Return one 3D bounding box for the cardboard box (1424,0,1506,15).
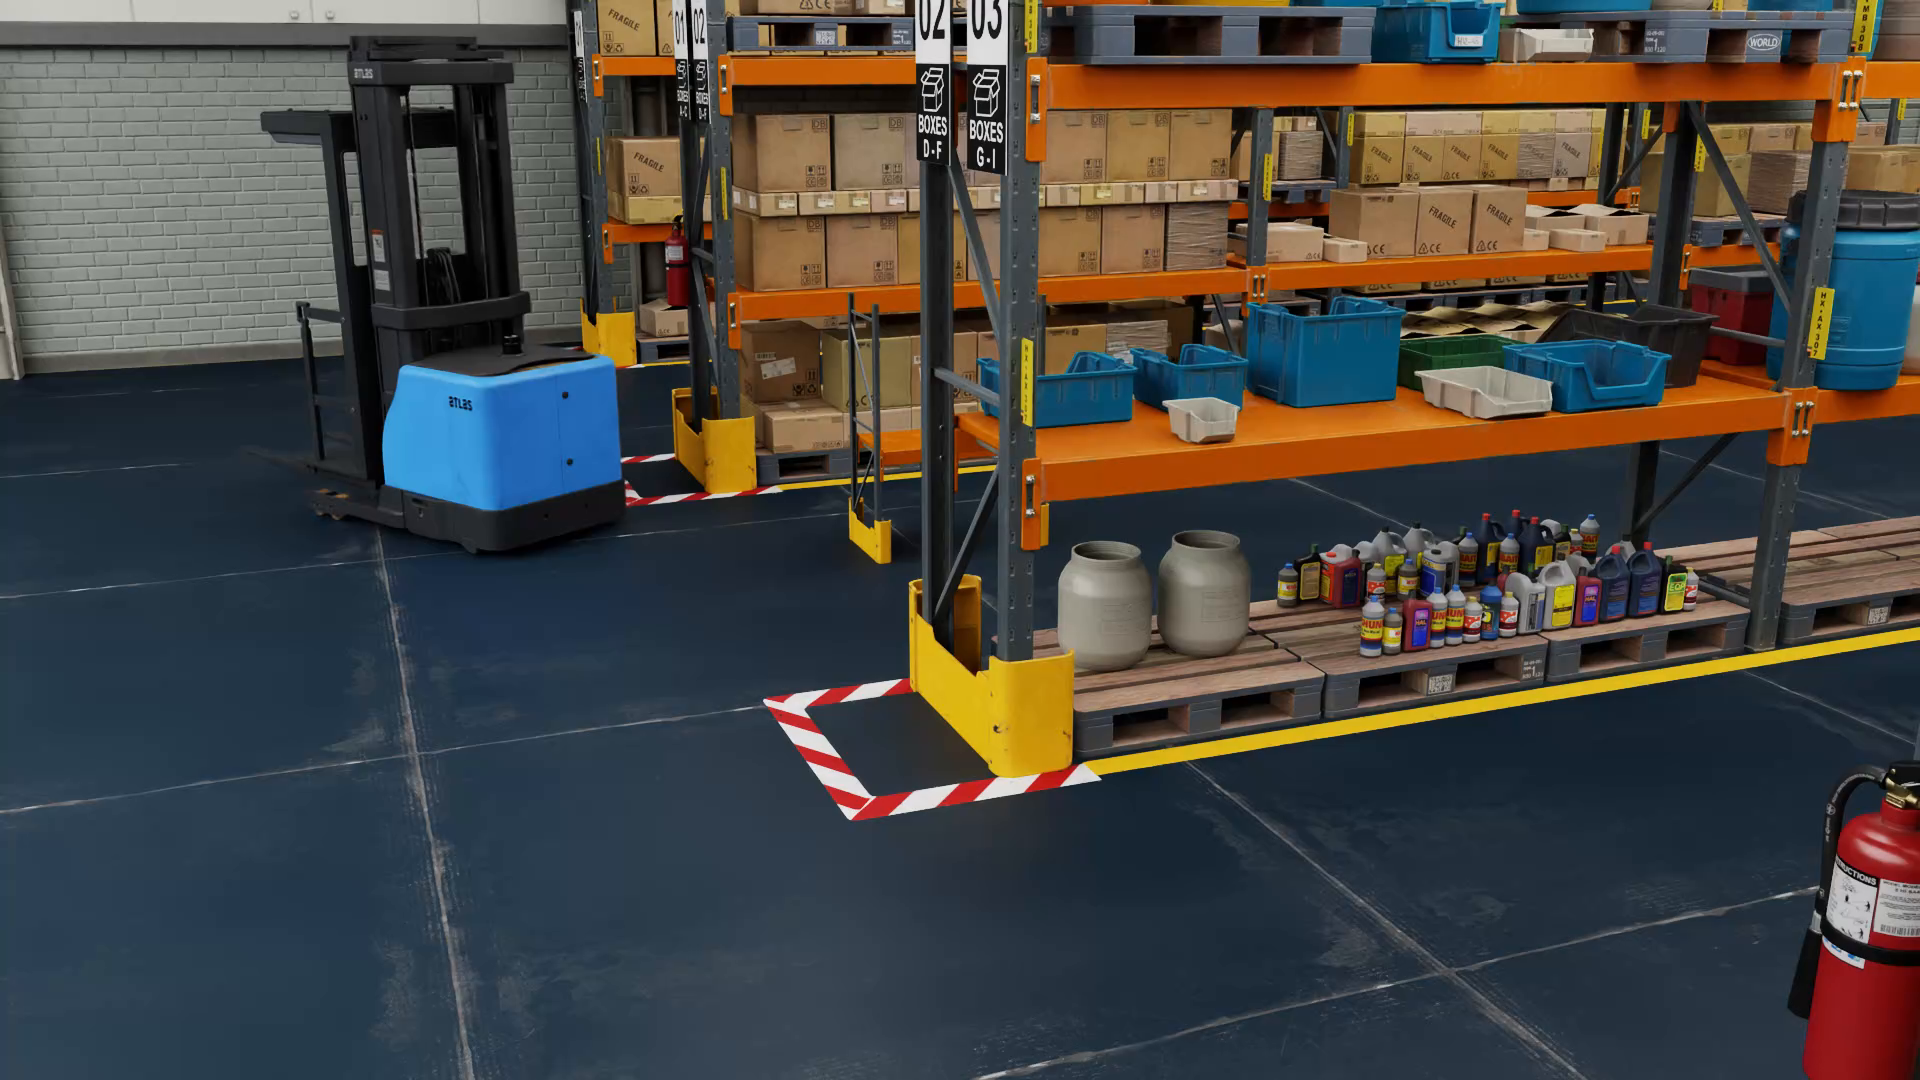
[{"bbox_3d":[3.836,-4.065,12.815,0.500,0.250,0.500,-8,18,-25],"label":"cardboard box"}]

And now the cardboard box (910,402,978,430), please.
[{"bbox_3d":[-0.194,-0.896,11.960,0.500,0.250,0.500,-6,17,-20],"label":"cardboard box"}]

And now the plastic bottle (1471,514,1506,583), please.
[{"bbox_3d":[2.719,0.035,8.576,0.185,0.351,0.144,-7,18,-22],"label":"plastic bottle"}]

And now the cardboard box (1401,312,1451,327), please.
[{"bbox_3d":[3.725,-1.741,13.842,0.500,0.311,0.500,-6,18,-21],"label":"cardboard box"}]

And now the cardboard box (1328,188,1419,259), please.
[{"bbox_3d":[3.243,-2.494,13.090,0.500,0.500,0.500,-5,17,-16],"label":"cardboard box"}]

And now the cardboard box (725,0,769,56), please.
[{"bbox_3d":[-2.084,-4.782,15.524,0.500,0.500,0.500,-5,17,-18],"label":"cardboard box"}]

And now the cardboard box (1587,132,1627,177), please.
[{"bbox_3d":[7.382,-4.517,19.415,0.500,0.500,0.500,-6,18,-21],"label":"cardboard box"}]

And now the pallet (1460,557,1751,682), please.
[{"bbox_3d":[3.155,0.378,8.435,1.213,0.211,1.003,-6,17,-20],"label":"pallet"}]

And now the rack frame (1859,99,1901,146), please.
[{"bbox_3d":[11.458,-4.833,21.231,0.127,3.000,1.000,-6,17,-20],"label":"rack frame"}]

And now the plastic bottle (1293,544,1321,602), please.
[{"bbox_3d":[1.723,0.162,8.262,0.133,0.283,0.061,-6,17,-19],"label":"plastic bottle"}]

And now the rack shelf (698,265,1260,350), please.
[{"bbox_3d":[0.161,-1.773,12.089,4.000,0.370,1.077,-6,17,-20],"label":"rack shelf"}]

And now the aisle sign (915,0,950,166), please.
[{"bbox_3d":[-0.111,-1.931,6.737,0.004,0.787,0.394,-6,17,-20],"label":"aisle sign"}]

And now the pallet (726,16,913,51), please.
[{"bbox_3d":[-1.037,-3.378,11.111,1.213,0.211,1.003,-6,17,-20],"label":"pallet"}]

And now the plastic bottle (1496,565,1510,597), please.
[{"bbox_3d":[2.626,0.256,7.943,0.133,0.283,0.061,-6,17,-20],"label":"plastic bottle"}]

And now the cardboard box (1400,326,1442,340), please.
[{"bbox_3d":[3.455,-1.549,13.188,0.500,0.311,0.500,-7,18,-22],"label":"cardboard box"}]

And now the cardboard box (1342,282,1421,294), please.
[{"bbox_3d":[4.721,-3.236,18.863,0.750,0.750,0.750,-6,18,-21],"label":"cardboard box"}]

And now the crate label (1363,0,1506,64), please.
[{"bbox_3d":[1.928,-2.083,6.807,0.408,0.251,0.502,-6,17,-20],"label":"crate label"}]

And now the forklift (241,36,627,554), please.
[{"bbox_3d":[-3.553,-1.637,10.472,3.031,2.935,1.130,12,20,36],"label":"forklift"}]

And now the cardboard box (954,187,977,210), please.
[{"bbox_3d":[-0.061,-2.389,11.581,0.250,0.149,0.380,-6,18,-21],"label":"cardboard box"}]

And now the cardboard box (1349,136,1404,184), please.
[{"bbox_3d":[4.533,-4.208,18.363,0.500,0.500,0.500,-6,17,-18],"label":"cardboard box"}]

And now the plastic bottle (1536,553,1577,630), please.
[{"bbox_3d":[2.818,0.236,7.890,0.185,0.351,0.144,-6,17,-20],"label":"plastic bottle"}]

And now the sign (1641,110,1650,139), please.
[{"bbox_3d":[7.926,-4.805,19.223,0.005,0.325,0.100,-6,17,-20],"label":"sign"}]

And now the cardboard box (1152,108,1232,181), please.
[{"bbox_3d":[1.616,-2.944,12.320,0.500,0.500,0.700,-6,17,-20],"label":"cardboard box"}]

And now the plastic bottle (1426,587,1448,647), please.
[{"bbox_3d":[2.187,0.350,7.645,0.097,0.271,0.097,0,16,0],"label":"plastic bottle"}]

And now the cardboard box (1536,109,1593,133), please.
[{"bbox_3d":[6.897,-4.826,19.137,0.500,0.250,0.500,-6,17,-19],"label":"cardboard box"}]

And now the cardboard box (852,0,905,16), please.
[{"bbox_3d":[-0.545,-3.576,11.081,0.250,0.149,0.380,-6,17,-20],"label":"cardboard box"}]

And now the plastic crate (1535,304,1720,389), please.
[{"bbox_3d":[3.263,-0.967,8.178,0.504,0.338,0.767,-6,17,-20],"label":"plastic crate"}]

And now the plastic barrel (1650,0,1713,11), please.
[{"bbox_3d":[3.325,-2.719,7.766,0.421,0.512,0.421,0,16,0],"label":"plastic barrel"}]

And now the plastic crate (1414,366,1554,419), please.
[{"bbox_3d":[2.372,-0.659,7.488,0.437,0.136,0.530,-6,17,-20],"label":"plastic crate"}]

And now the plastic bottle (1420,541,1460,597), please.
[{"bbox_3d":[2.398,0.150,8.317,0.135,0.276,0.152,-6,17,-20],"label":"plastic bottle"}]

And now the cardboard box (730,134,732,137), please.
[{"bbox_3d":[-2.164,-3.722,16.348,0.500,0.500,0.500,-7,18,-22],"label":"cardboard box"}]

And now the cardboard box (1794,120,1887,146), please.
[{"bbox_3d":[10.985,-4.923,21.005,0.700,0.700,0.980,-5,17,-18],"label":"cardboard box"}]

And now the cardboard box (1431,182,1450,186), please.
[{"bbox_3d":[5.325,-4.001,18.811,0.250,0.149,0.380,-6,17,-19],"label":"cardboard box"}]

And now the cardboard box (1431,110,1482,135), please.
[{"bbox_3d":[5.471,-4.670,18.606,0.500,0.250,0.500,-6,17,-20],"label":"cardboard box"}]

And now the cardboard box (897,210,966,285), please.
[{"bbox_3d":[-0.312,-2.111,11.786,0.500,0.500,0.700,-6,17,-20],"label":"cardboard box"}]

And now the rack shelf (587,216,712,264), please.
[{"bbox_3d":[-1.615,-3.076,16.526,4.000,0.370,1.077,-6,17,-20],"label":"rack shelf"}]

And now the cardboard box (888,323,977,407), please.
[{"bbox_3d":[-0.198,-1.259,11.865,0.500,0.500,0.500,-6,17,-20],"label":"cardboard box"}]

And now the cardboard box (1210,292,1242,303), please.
[{"bbox_3d":[2.811,-2.930,18.408,0.500,0.500,0.700,-6,17,-20],"label":"cardboard box"}]

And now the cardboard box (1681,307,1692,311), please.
[{"bbox_3d":[6.291,-1.706,14.238,0.500,0.500,0.500,-5,17,-18],"label":"cardboard box"}]

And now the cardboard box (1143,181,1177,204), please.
[{"bbox_3d":[1.376,-2.544,12.108,0.250,0.149,0.380,-7,18,-22],"label":"cardboard box"}]

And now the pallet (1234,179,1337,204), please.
[{"bbox_3d":[3.360,-3.834,18.172,1.003,0.211,1.213,-6,17,-20],"label":"pallet"}]

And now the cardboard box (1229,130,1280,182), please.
[{"bbox_3d":[3.040,-4.172,18.022,0.500,0.500,0.700,-8,18,-25],"label":"cardboard box"}]

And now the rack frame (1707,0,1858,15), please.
[{"bbox_3d":[3.797,-3.895,7.390,0.127,3.000,1.000,-6,17,-20],"label":"rack frame"}]

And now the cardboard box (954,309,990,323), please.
[{"bbox_3d":[0.083,-1.446,12.501,0.500,0.500,0.500,-6,17,-20],"label":"cardboard box"}]

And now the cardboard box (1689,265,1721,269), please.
[{"bbox_3d":[8.928,-3.530,20.486,0.500,0.500,0.700,-6,18,-21],"label":"cardboard box"}]

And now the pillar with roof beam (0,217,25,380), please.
[{"bbox_3d":[-7.201,-4.659,9.991,0.400,9.000,9.100,-6,17,-20],"label":"pillar with roof beam"}]

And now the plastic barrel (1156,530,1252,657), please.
[{"bbox_3d":[1.117,0.242,7.620,0.421,0.512,0.421,0,16,0],"label":"plastic barrel"}]

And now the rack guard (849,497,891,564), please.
[{"bbox_3d":[-0.536,-0.062,9.866,0.087,0.250,0.587,-6,17,-20],"label":"rack guard"}]

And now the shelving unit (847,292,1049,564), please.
[{"bbox_3d":[-0.071,-0.712,9.861,1.083,1.500,0.587,-6,17,-20],"label":"shelving unit"}]

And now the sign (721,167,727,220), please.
[{"bbox_3d":[-1.514,-2.223,10.669,0.005,0.325,0.100,-6,17,-20],"label":"sign"}]

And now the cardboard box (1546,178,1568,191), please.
[{"bbox_3d":[6.797,-4.122,19.221,0.250,0.149,0.380,-6,17,-20],"label":"cardboard box"}]

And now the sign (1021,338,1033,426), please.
[{"bbox_3d":[0.255,-0.601,6.329,0.005,0.325,0.100,-6,17,-20],"label":"sign"}]

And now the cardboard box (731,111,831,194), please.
[{"bbox_3d":[-1.217,-2.636,11.271,0.500,0.500,0.700,-6,17,-20],"label":"cardboard box"}]
